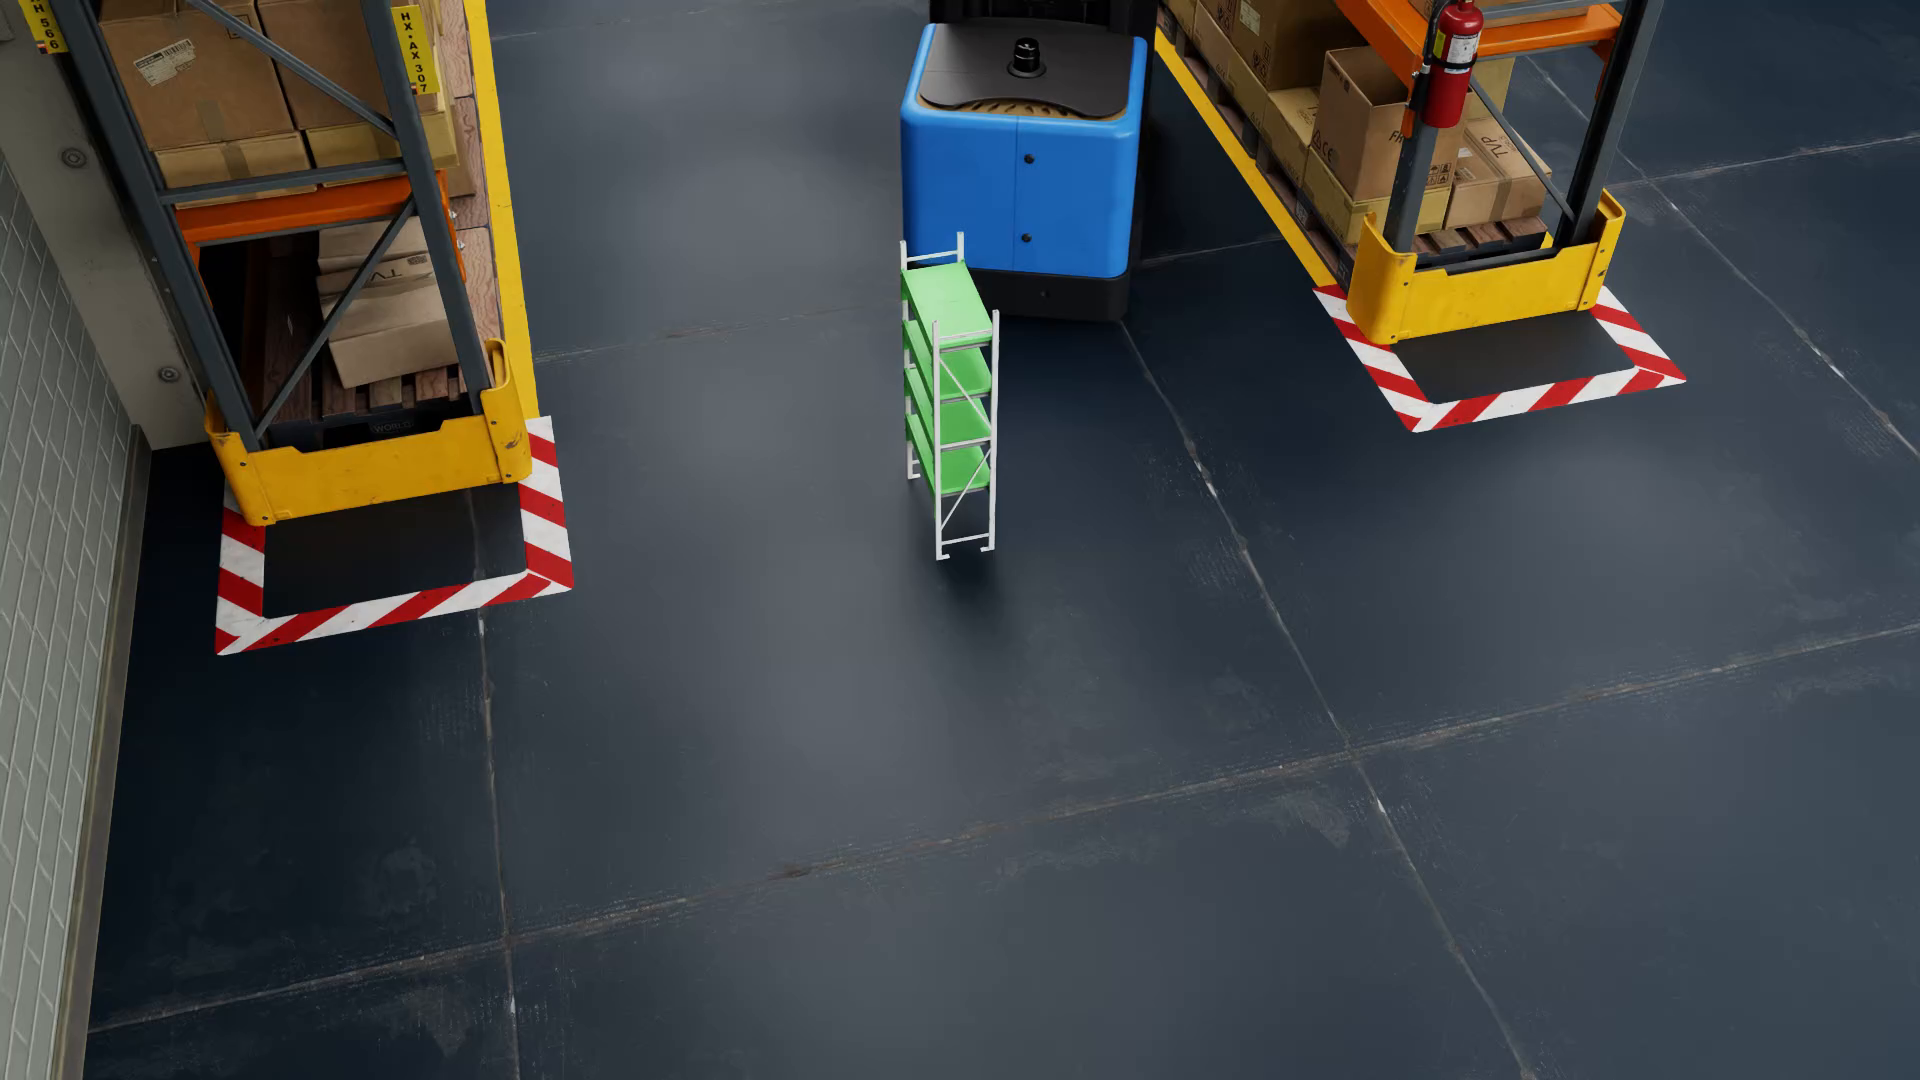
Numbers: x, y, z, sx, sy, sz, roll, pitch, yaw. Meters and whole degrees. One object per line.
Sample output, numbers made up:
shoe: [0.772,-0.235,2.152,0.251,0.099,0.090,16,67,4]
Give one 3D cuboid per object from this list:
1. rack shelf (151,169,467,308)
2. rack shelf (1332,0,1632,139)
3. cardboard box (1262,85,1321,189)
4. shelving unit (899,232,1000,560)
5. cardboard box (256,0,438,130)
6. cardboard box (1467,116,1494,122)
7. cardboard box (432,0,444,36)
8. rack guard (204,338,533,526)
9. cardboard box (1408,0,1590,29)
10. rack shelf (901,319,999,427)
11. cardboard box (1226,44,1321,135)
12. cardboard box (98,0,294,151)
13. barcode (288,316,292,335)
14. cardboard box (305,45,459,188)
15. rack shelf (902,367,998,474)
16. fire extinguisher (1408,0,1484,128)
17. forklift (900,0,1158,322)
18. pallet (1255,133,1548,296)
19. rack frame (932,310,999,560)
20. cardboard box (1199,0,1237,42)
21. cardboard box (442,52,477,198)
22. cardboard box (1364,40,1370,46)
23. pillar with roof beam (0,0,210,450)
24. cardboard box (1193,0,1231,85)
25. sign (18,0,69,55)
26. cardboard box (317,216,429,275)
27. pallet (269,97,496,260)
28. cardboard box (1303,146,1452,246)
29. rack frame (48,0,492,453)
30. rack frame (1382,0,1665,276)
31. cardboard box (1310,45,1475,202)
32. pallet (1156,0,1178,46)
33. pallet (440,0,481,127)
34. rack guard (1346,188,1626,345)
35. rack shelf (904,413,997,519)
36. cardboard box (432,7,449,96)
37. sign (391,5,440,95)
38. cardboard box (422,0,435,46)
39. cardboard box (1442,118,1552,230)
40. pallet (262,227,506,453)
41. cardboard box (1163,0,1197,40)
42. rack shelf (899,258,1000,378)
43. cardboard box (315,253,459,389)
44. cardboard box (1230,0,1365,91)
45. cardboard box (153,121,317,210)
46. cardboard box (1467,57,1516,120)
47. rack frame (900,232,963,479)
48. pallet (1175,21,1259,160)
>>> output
rack shelf: [-2.898,-2.397,7.503,1.077,0.370,4.000,-11,47,-10]
rack shelf: [1.890,-3.306,8.393,1.077,0.370,4.000,-11,47,-10]
cardboard box: [1.839,-2.020,8.261,0.500,0.250,0.500,-11,47,-10]
shelving unit: [-0.042,-0.534,6.433,0.258,1.200,0.503,-11,47,-10]
cardboard box: [-2.218,-1.870,6.048,0.500,0.500,0.500,-11,47,-10]
cardboard box: [2.348,-2.117,8.355,0.500,0.250,0.500,-11,47,-10]
cardboard box: [-2.475,-2.326,7.021,0.500,0.250,0.500,-11,47,-11]
rack guard: [-2.405,-0.446,6.837,1.175,0.500,0.348,-11,47,-10]
cardboard box: [2.294,-2.536,7.065,0.700,0.500,0.500,-11,47,-10]
rack shelf: [-0.042,-0.658,6.308,0.258,0.148,0.480,-11,47,-10]
cardboard box: [1.709,-2.365,8.599,0.500,0.250,0.500,-11,47,-10]
cardboard box: [-2.712,-1.772,5.952,0.500,0.500,0.500,-11,47,-11]
barcode: [-2.867,-0.918,7.117,0.001,0.075,0.075,-11,47,-10]
cardboard box: [-2.204,-1.618,6.326,0.500,0.250,0.500,-12,47,-11]
rack shelf: [-0.042,-0.490,6.479,0.258,0.148,0.480,-11,47,-10]
fire extinguisher: [1.983,-1.983,6.647,0.296,0.674,0.183,-11,47,-10]
forklift: [0.429,-3.084,7.720,1.130,2.935,3.031,5,46,5]
pallet: [2.165,-1.721,8.289,1.003,0.211,1.213,-11,47,-10]
rack frame: [0.020,-0.366,6.268,0.240,1.200,0.015,-11,47,-10]
cardboard box: [1.580,-2.973,8.669,0.500,0.500,0.500,-11,47,-10]
cardboard box: [-2.762,-1.951,8.004,0.700,0.500,0.500,-13,47,-13]
cardboard box: [2.209,-2.722,8.424,0.500,0.500,0.500,-11,47,-10]
pillar with roof beam: [0.760,-4.480,4.840,9.100,9.000,0.400,-11,47,-10]
cardboard box: [1.583,-2.711,8.938,0.500,0.250,0.500,-11,47,-10]
sign: [-2.928,-1.696,5.280,0.100,0.325,0.005,-11,47,-10]
cardboard box: [-2.622,-1.369,7.566,0.500,0.311,0.500,-7,46,-7]
pallet: [-2.888,-1.753,8.320,1.003,0.211,1.213,-11,47,-10]
cardboard box: [1.979,-1.677,7.925,0.500,0.250,0.500,-11,47,-10]
rack frame: [-2.386,-1.268,5.893,1.000,3.000,0.127,-11,47,-10]
rack frame: [2.402,-2.177,6.783,1.000,3.000,0.127,-11,47,-10]
cardboard box: [1.977,-1.939,7.657,0.500,0.500,0.500,-11,47,-10]
pallet: [1.541,-3.405,9.940,1.003,0.211,1.213,-11,47,-10]
pallet: [-3.204,-2.597,9.147,1.003,0.211,1.213,-11,47,-10]
rack guard: [2.408,-1.285,7.659,1.175,0.500,0.348,-11,47,-10]
rack shelf: [-0.042,-0.322,6.651,0.258,0.148,0.480,-11,47,-10]
cardboard box: [-2.351,-1.974,6.675,0.500,0.250,0.500,-12,47,-12]
sign: [-1.862,-1.671,5.681,0.100,0.325,0.005,-11,47,-10]
cardboard box: [-2.335,-2.213,6.384,0.500,0.500,0.500,-11,47,-10]
cardboard box: [2.479,-1.772,8.018,0.500,0.250,0.500,-11,47,-10]
pallet: [-2.579,-0.912,7.496,1.003,0.211,1.213,-11,47,-10]
cardboard box: [1.449,-3.055,9.275,0.500,0.250,0.500,-11,47,-10]
rack shelf: [-0.042,-0.825,6.136,0.258,0.148,0.480,-11,47,-10]
cardboard box: [-2.476,-0.975,7.180,0.500,0.311,0.500,-16,48,-15]
cardboard box: [1.707,-2.627,8.331,0.500,0.500,0.500,-11,47,-10]
cardboard box: [-2.693,-1.510,6.221,0.500,0.250,0.500,-10,46,-10]
cardboard box: [2.350,-2.379,8.088,0.500,0.500,0.500,-11,47,-10]
rack frame: [-0.105,-0.703,6.599,0.240,1.200,0.015,-11,47,-10]
pallet: [1.857,-2.562,9.112,1.003,0.211,1.213,-11,47,-10]
